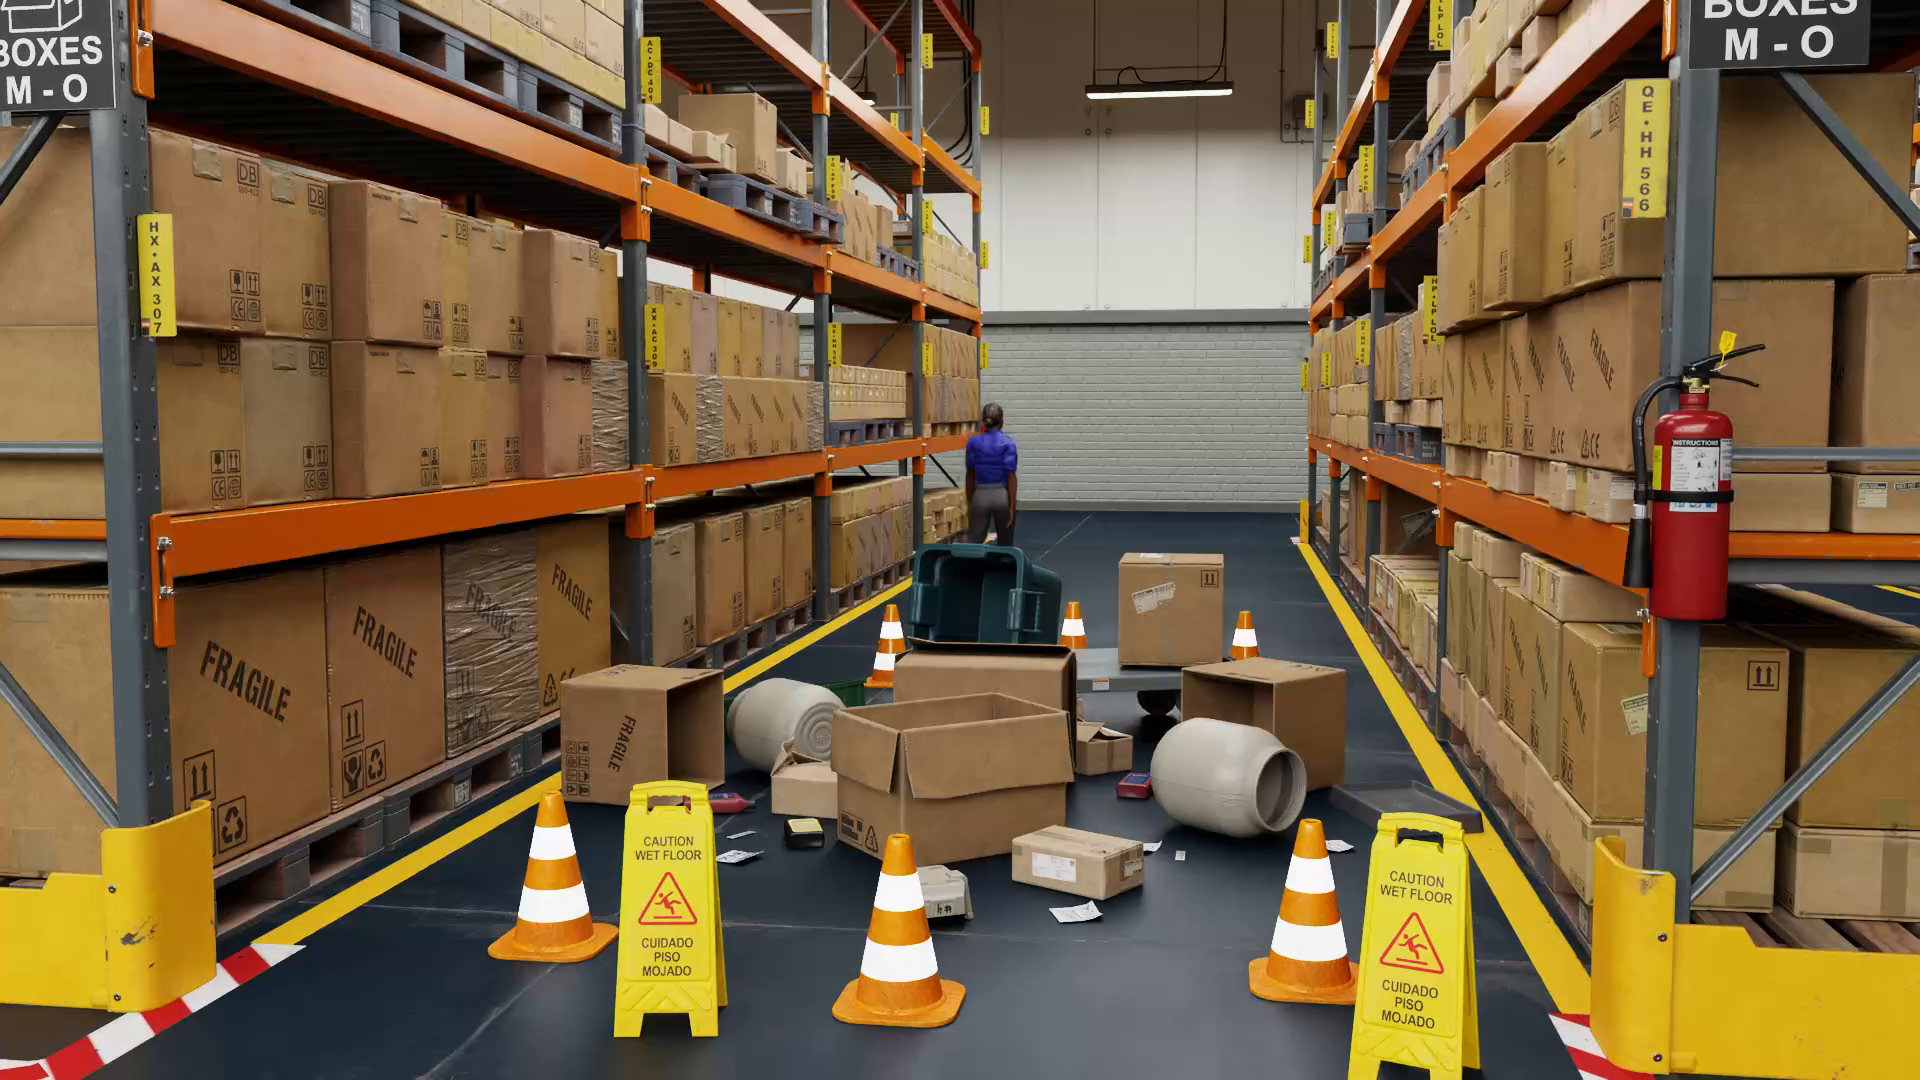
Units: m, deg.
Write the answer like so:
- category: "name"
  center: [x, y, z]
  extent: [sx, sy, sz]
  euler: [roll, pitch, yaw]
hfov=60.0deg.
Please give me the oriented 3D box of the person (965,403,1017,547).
- category: "person"
  center: [0.242, -0.279, 13.213]
  extent: [0.439, 1.623, 0.795]
  euler: [1, 5, 12]
